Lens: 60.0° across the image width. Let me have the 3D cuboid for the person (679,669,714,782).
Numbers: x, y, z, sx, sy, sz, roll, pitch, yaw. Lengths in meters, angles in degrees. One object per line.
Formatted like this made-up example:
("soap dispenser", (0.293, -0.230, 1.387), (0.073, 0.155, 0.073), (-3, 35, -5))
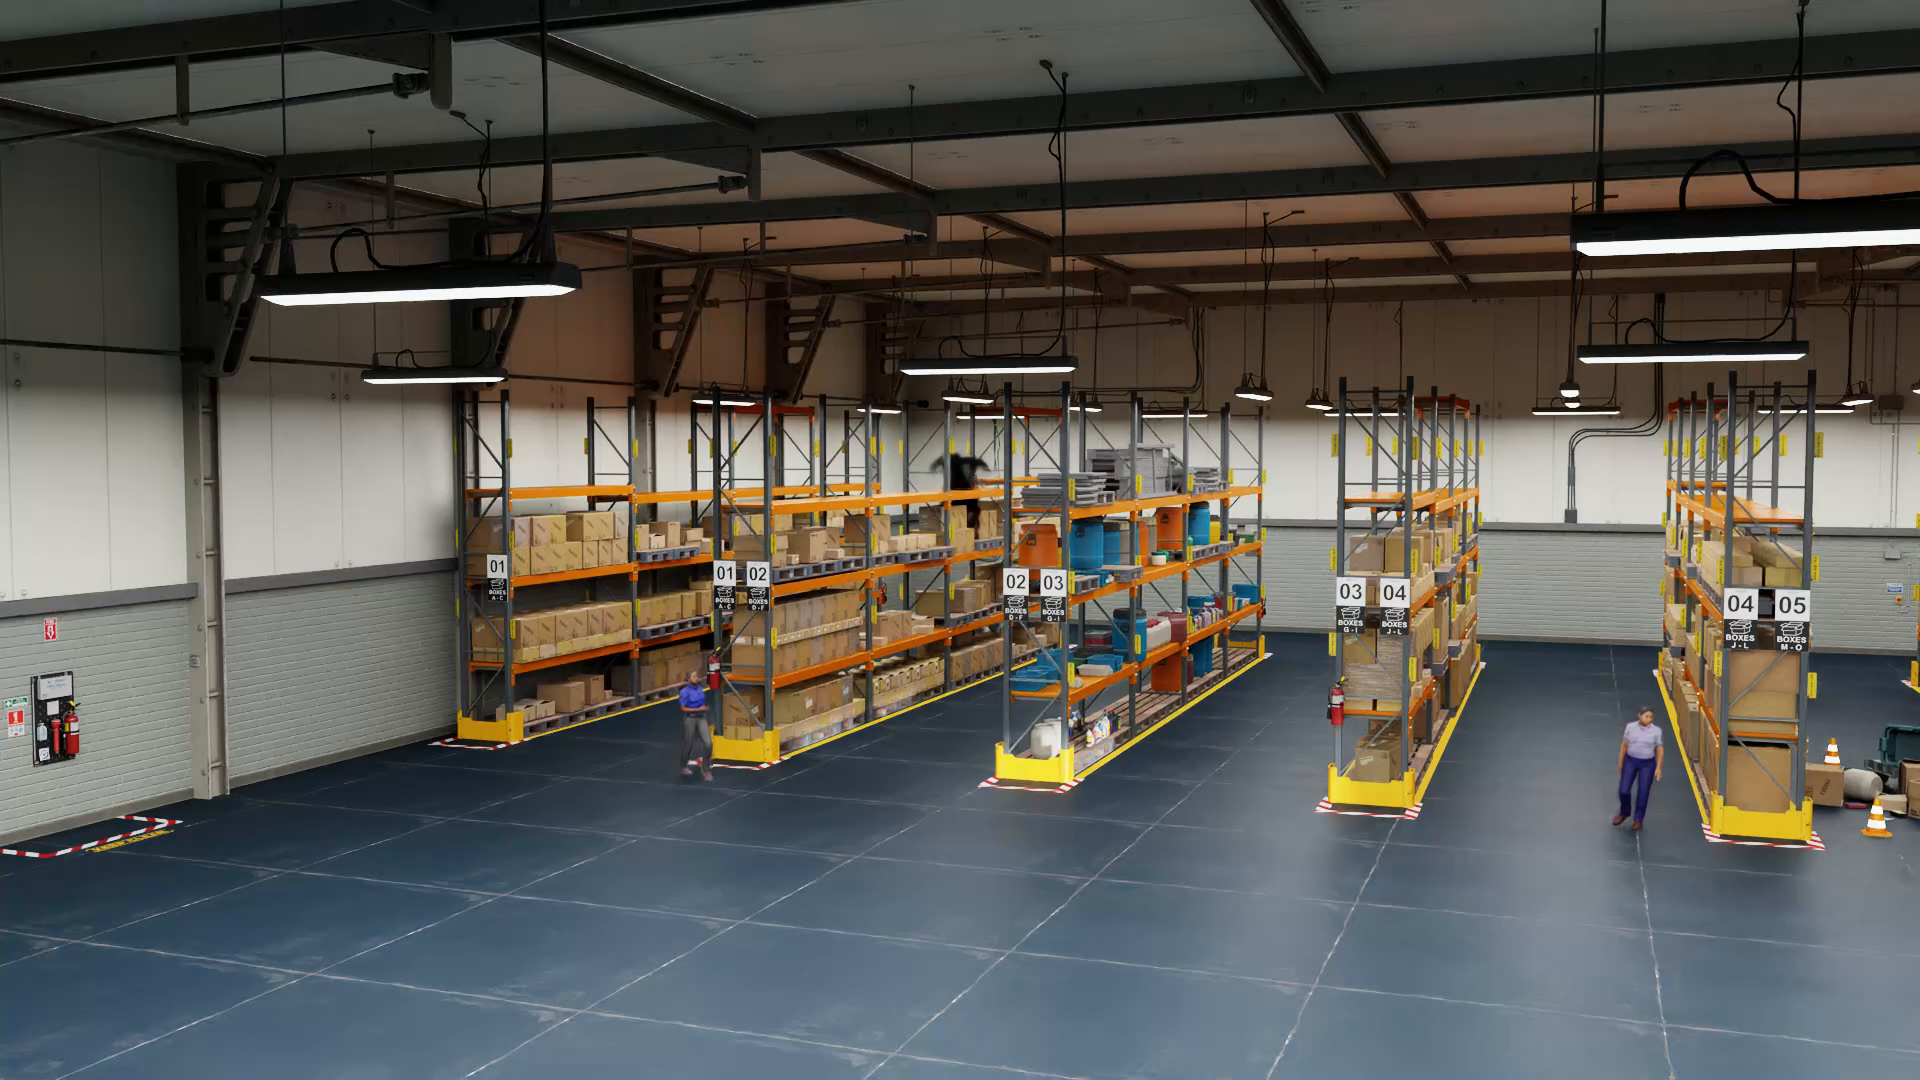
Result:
("person", (-4.031, 2.803, 25.077), (0.515, 1.721, 0.733), (-3, 4, -39))

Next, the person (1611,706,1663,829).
("person", (8.875, 2.967, 21.780), (0.615, 1.630, 0.410), (1, 3, 22))

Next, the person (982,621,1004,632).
("person", (1.022, 1.699, 44.657), (0.712, 1.762, 0.987), (-2, 4, -37))
